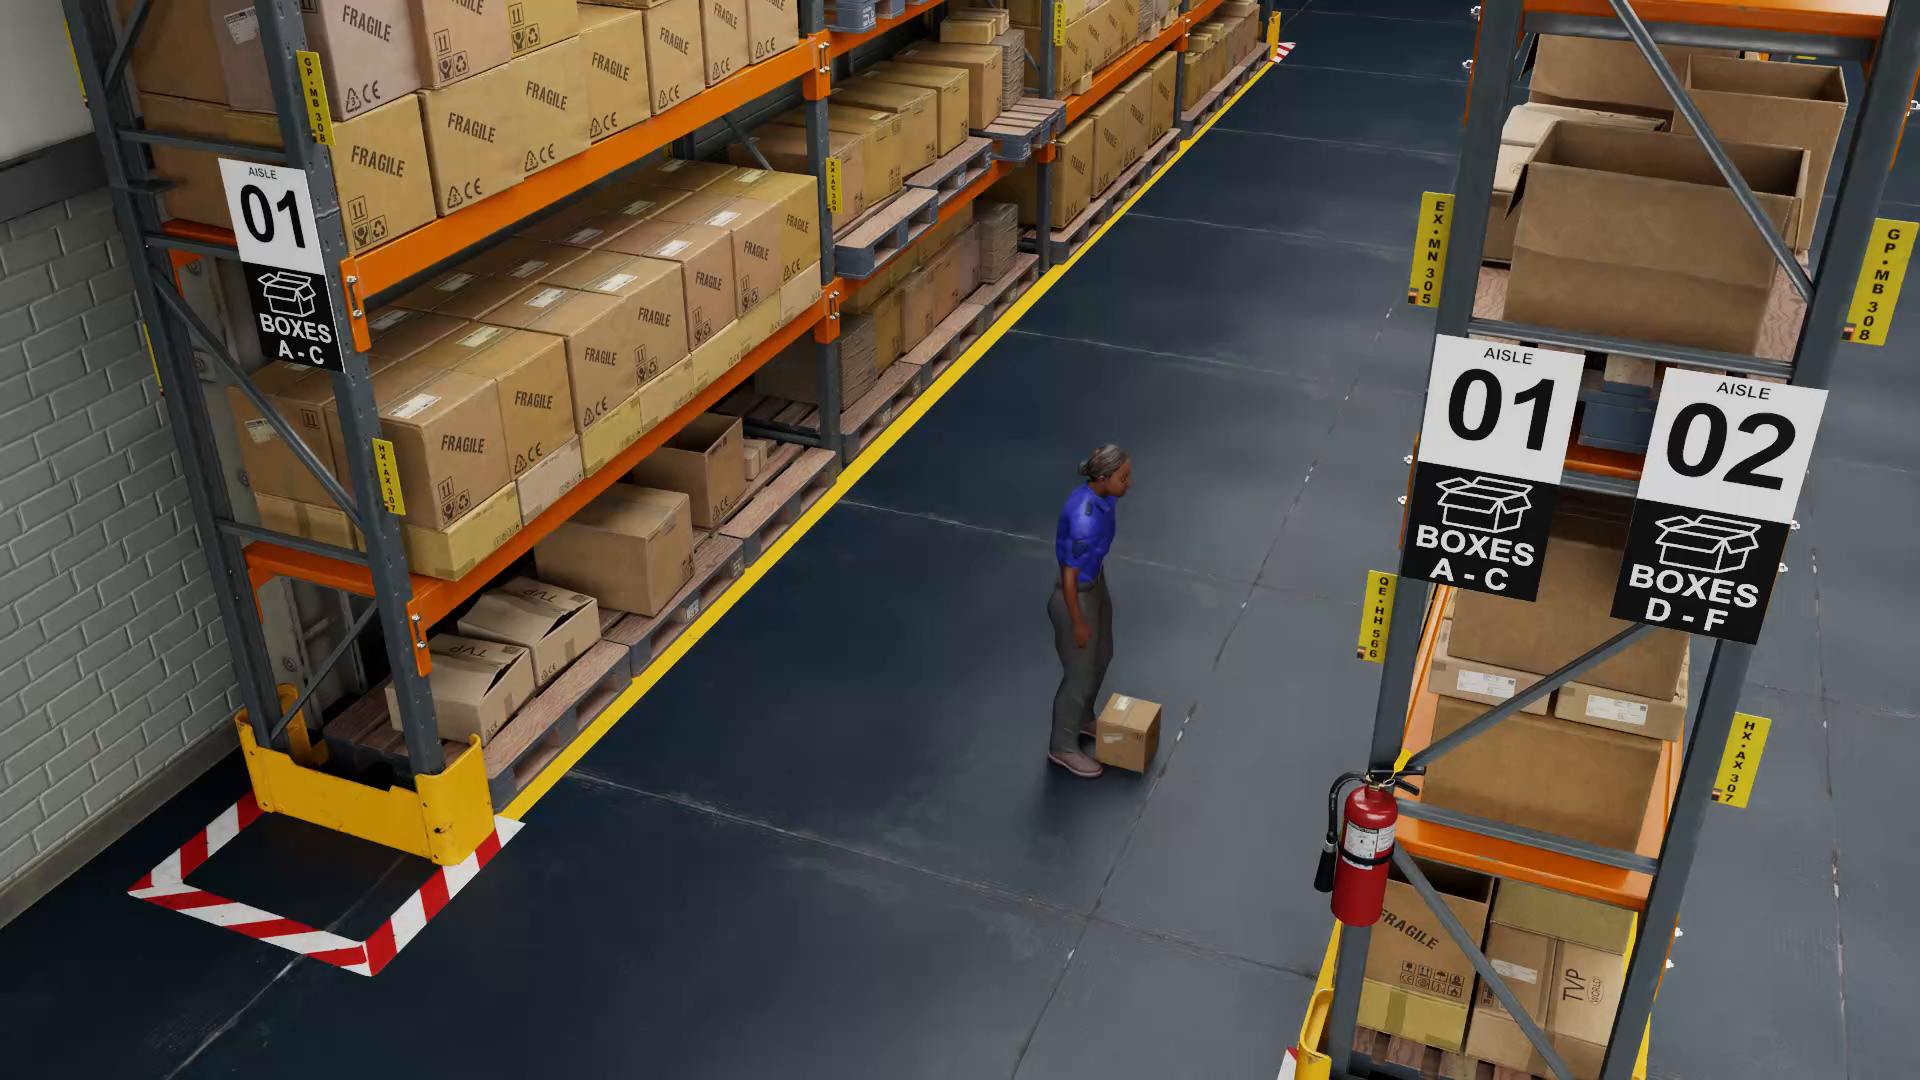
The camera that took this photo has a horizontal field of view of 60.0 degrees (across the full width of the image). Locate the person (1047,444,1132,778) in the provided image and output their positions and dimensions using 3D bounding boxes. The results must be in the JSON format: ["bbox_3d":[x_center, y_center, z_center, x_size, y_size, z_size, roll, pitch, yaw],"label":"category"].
[{"bbox_3d":[0.602,0.299,7.876,0.348,1.653,0.524,10,31,16],"label":"person"}]
